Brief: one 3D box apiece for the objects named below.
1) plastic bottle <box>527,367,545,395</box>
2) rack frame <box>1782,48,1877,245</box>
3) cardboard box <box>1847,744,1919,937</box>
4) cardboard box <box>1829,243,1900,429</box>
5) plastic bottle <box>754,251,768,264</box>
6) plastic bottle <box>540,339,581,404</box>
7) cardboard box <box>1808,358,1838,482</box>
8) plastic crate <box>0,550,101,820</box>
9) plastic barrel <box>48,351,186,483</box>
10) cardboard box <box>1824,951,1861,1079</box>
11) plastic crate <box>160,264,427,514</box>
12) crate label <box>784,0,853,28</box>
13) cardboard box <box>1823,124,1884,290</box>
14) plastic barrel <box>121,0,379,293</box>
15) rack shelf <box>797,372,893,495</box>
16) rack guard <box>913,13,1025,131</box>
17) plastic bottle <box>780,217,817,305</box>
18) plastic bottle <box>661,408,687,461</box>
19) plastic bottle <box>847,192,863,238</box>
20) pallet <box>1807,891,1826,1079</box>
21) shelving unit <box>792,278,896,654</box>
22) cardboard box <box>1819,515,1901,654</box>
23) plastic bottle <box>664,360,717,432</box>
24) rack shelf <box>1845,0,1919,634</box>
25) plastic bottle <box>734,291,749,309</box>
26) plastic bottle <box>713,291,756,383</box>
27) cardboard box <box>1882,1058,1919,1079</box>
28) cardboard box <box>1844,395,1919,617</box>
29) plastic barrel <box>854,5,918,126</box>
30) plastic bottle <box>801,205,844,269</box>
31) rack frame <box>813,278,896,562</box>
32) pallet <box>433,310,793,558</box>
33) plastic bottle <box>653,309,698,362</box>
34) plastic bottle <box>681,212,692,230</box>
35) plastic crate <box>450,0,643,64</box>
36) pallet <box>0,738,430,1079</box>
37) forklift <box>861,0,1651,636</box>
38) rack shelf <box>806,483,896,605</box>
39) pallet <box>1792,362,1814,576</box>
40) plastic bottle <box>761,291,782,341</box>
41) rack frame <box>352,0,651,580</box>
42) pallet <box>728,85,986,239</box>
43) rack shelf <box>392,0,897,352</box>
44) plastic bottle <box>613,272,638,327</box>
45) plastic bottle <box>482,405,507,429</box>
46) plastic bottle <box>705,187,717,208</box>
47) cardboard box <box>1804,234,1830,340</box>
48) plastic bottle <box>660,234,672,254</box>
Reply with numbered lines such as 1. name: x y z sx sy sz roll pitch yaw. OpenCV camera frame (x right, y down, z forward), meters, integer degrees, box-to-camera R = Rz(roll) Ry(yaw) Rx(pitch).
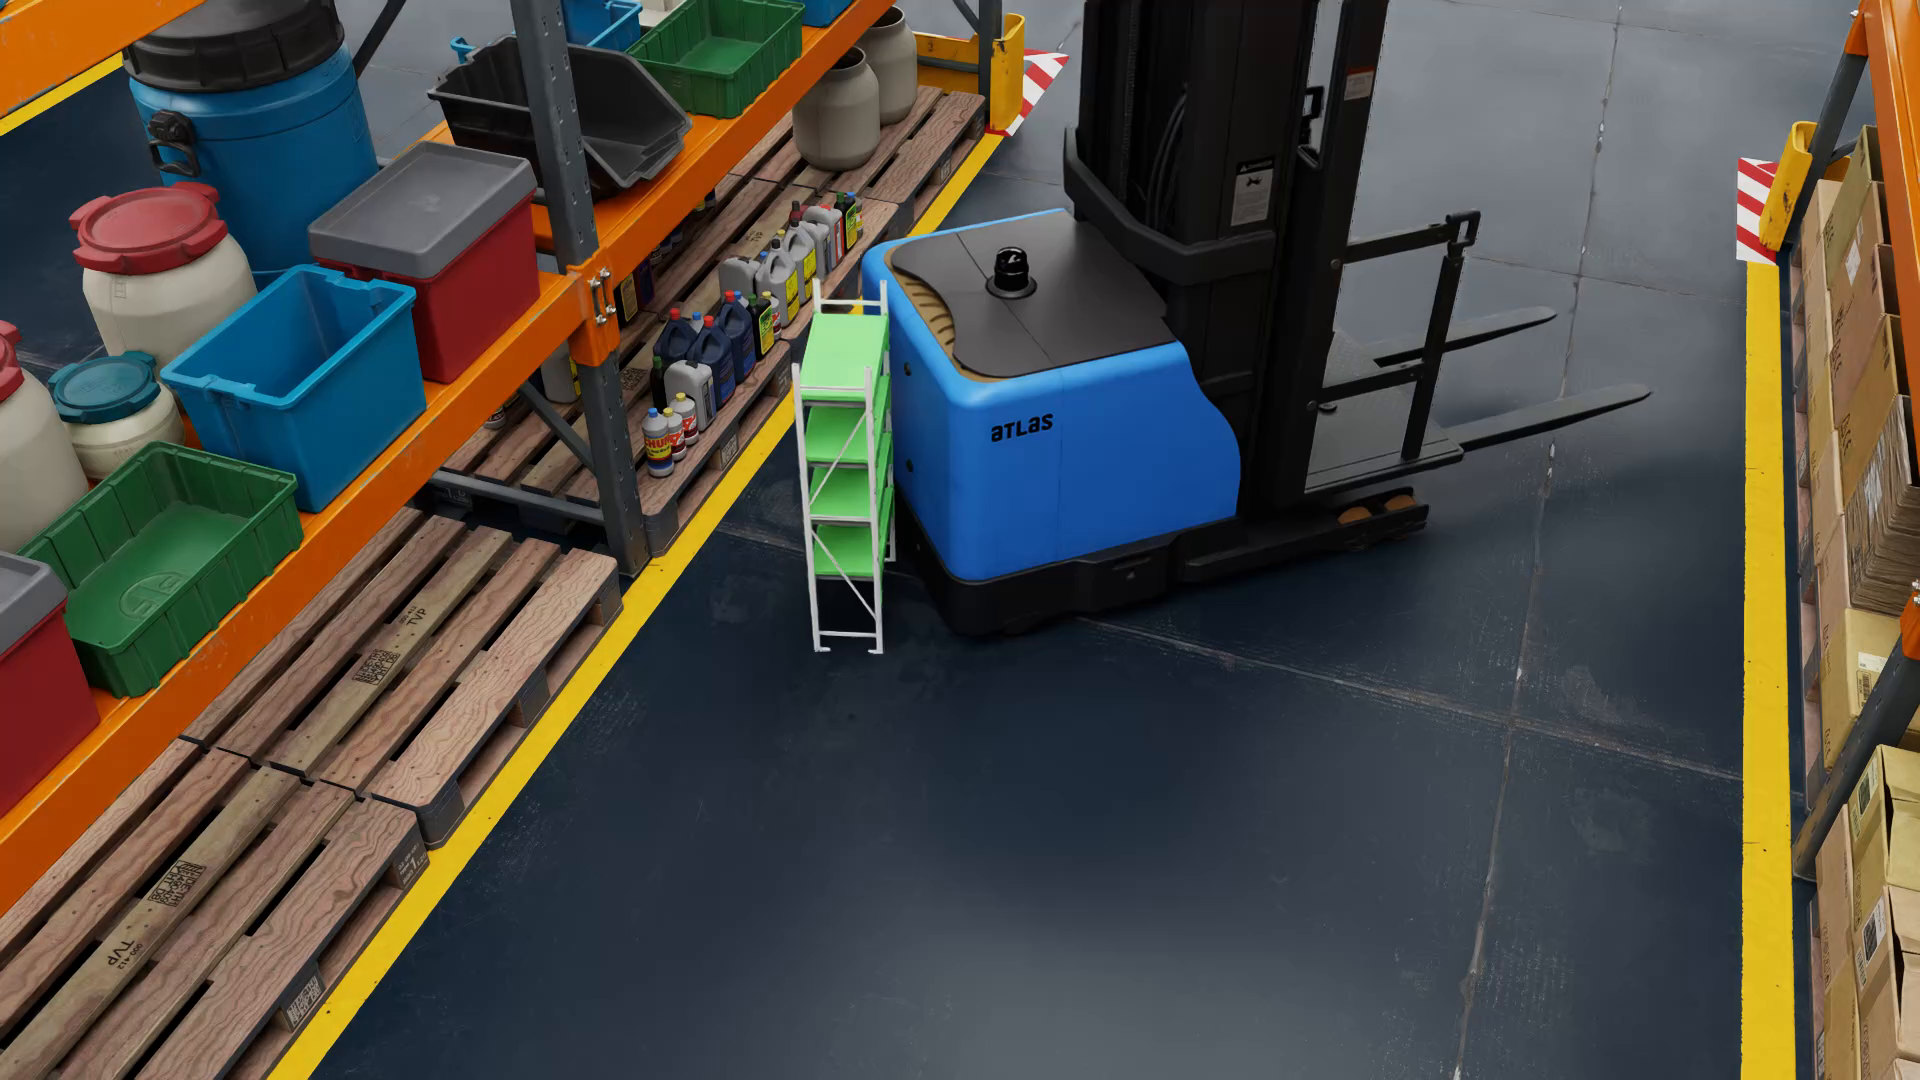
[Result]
1. plastic bottle: -1.689 -0.759 6.530 0.144 0.351 0.185 12 42 14
2. rack frame: 4.383 -2.480 6.846 1.000 3.000 0.127 13 42 15
3. cardboard box: 2.640 0.829 4.330 0.500 0.311 0.500 13 42 15
4. cardboard box: 3.475 -0.687 5.962 0.500 0.500 0.500 13 42 15
5. plastic bottle: -0.827 -1.133 7.084 0.097 0.201 0.097 0 40 0
6. plastic bottle: -1.553 -0.727 6.493 0.144 0.351 0.185 13 42 15
7. cardboard box: 3.476 -0.402 6.205 0.500 0.250 0.500 13 42 15
8. plastic crate: -2.166 0.355 3.473 0.402 0.464 0.583 13 42 15
9. plastic barrel: -2.235 -0.317 4.417 0.301 0.262 0.301 0 40 0
10. cardboard box: 2.468 1.348 4.154 0.500 0.250 0.500 14 43 16
11. plastic crate: -1.723 -0.395 4.414 0.392 0.384 0.575 13 42 15
12. crate label: -0.646 -2.413 6.740 0.502 0.435 0.616 13 42 15
13. cardboard box: 3.821 -1.296 6.676 0.500 0.500 0.500 13 42 15
14. plastic barrel: -2.055 -1.165 4.918 0.600 0.901 0.708 13 42 15
15. rack shelf: -0.373 -0.360 5.477 0.258 0.148 0.480 2 41 3
16. rack guard: -0.252 -2.574 8.882 1.175 0.500 0.348 13 42 15
17. plastic bottle: -0.699 -1.190 7.036 0.144 0.351 0.185 15 43 17
18. plastic bottle: -1.083 -0.404 6.230 0.097 0.201 0.097 0 40 0
19. plastic bottle: -0.487 -1.467 7.476 0.097 0.201 0.097 0 40 0
20. pallet: 2.800 1.478 4.355 1.003 0.211 1.213 13 42 15
21. shelving unit: -0.373 -0.226 5.591 0.258 1.200 0.503 2 41 3
22. cardboard box: 3.149 0.211 5.486 0.500 0.250 0.500 13 42 15
23. plastic bottle: -1.033 -0.574 6.371 0.152 0.276 0.135 15 43 17
24. rack shelf: 3.699 -0.987 5.650 1.077 0.370 4.000 13 42 15
25. plastic bottle: -0.893 -0.885 6.740 0.097 0.271 0.097 0 40 0
26. plastic bottle: -0.908 -0.817 6.599 0.144 0.351 0.185 12 42 13
27. cardboard box: 2.288 1.449 3.603 0.500 0.311 0.500 12 42 14
28. cardboard box: 3.150 -0.074 5.242 0.500 0.500 0.500 13 42 15
29. plastic barrel: -0.424 -2.377 8.318 0.421 0.512 0.421 0 40 0
30. plastic bottle: -0.598 -1.348 7.279 0.152 0.276 0.135 14 42 15
31. rack frame: -0.358 -0.385 5.776 0.240 1.200 0.015 2 41 3
32. pallet: -1.369 -0.482 6.652 1.003 0.211 1.213 13 42 15
33. plastic bottle: -1.108 -0.734 6.502 0.144 0.351 0.185 13 42 15
34. plastic bottle: -1.278 -1.545 7.504 0.061 0.283 0.133 14 42 16
35. plastic crate: -1.515 -1.821 6.188 0.499 0.251 0.616 13 42 15
36. pallet: -2.286 1.153 4.736 1.003 0.211 1.213 13 42 15
37. forklift: 1.212 -1.380 5.609 3.031 2.935 1.130 -14 42 -16
38. rack shelf: -0.373 0.005 5.788 0.258 0.148 0.480 2 41 3
39. pallet: 3.742 -0.202 6.324 1.003 0.211 1.213 13 42 15
40. plastic bottle: -0.789 -0.928 6.844 0.097 0.201 0.097 0 40 0
41. rack frame: -1.638 -1.142 5.278 1.000 3.000 0.127 13 42 15
42. pallet: -0.535 -1.970 8.397 1.003 0.211 1.213 13 42 15
43. rack shelf: -0.954 -2.089 6.941 1.077 0.370 4.000 13 42 15
44. plastic bottle: -1.408 -1.040 6.912 0.061 0.283 0.133 13 42 15
45. plastic bottle: -1.807 -0.536 6.384 0.097 0.201 0.097 0 40 0
46. plastic bottle: -1.183 -1.675 7.665 0.097 0.271 0.097 0 40 0
47. cardboard box: 3.823 -1.011 6.919 0.500 0.250 0.500 13 42 15
48. plastic bottle: -1.335 -1.405 7.349 0.097 0.271 0.097 0 40 0
